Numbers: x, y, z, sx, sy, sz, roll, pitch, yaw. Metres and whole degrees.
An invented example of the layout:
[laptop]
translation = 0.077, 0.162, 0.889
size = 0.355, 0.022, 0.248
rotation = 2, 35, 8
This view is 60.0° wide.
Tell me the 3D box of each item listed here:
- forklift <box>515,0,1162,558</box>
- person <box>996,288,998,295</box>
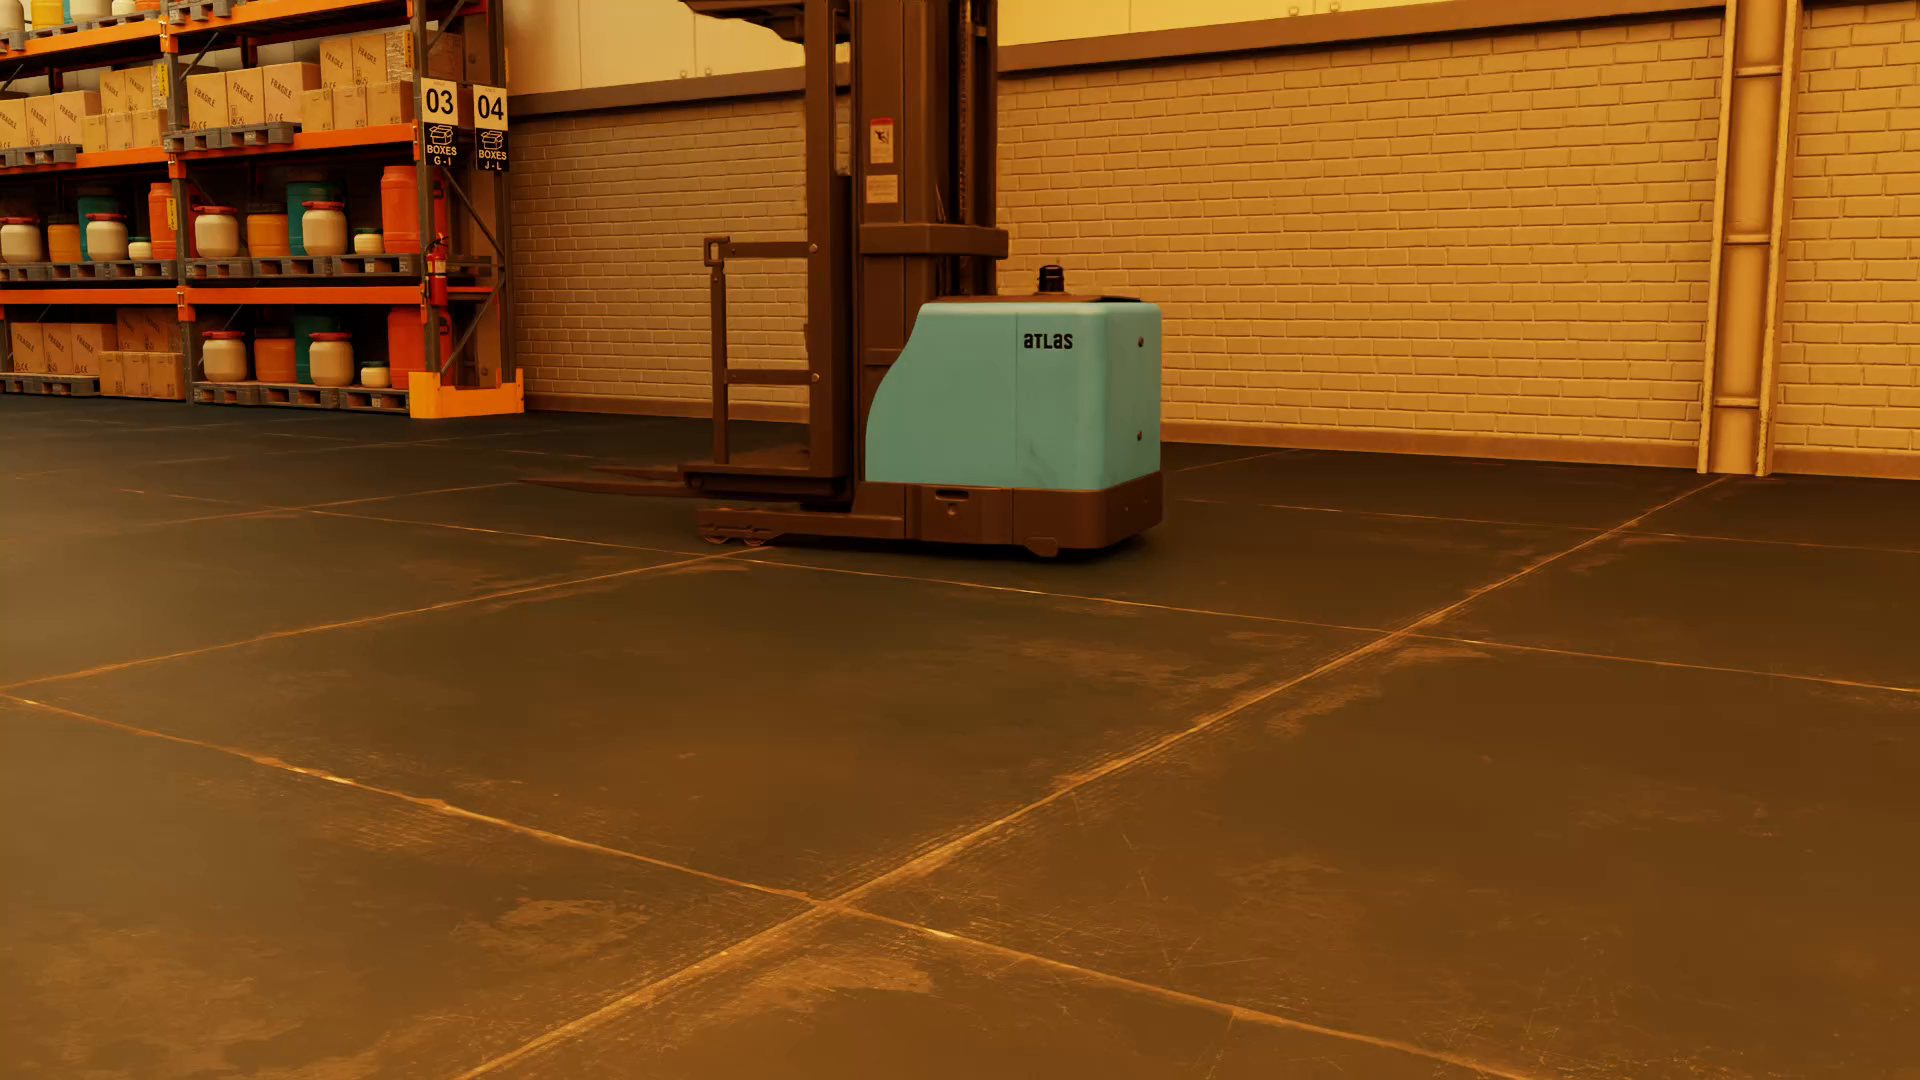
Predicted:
[forklift]
translation = -0.636, -1.486, 7.643
size = 3.031, 2.935, 1.130
rotation = 3, 9, 22
[person]
translation = -0.030, -1.291, 11.171
size = 0.817, 1.606, 0.470
rotation = 2, 8, 11
